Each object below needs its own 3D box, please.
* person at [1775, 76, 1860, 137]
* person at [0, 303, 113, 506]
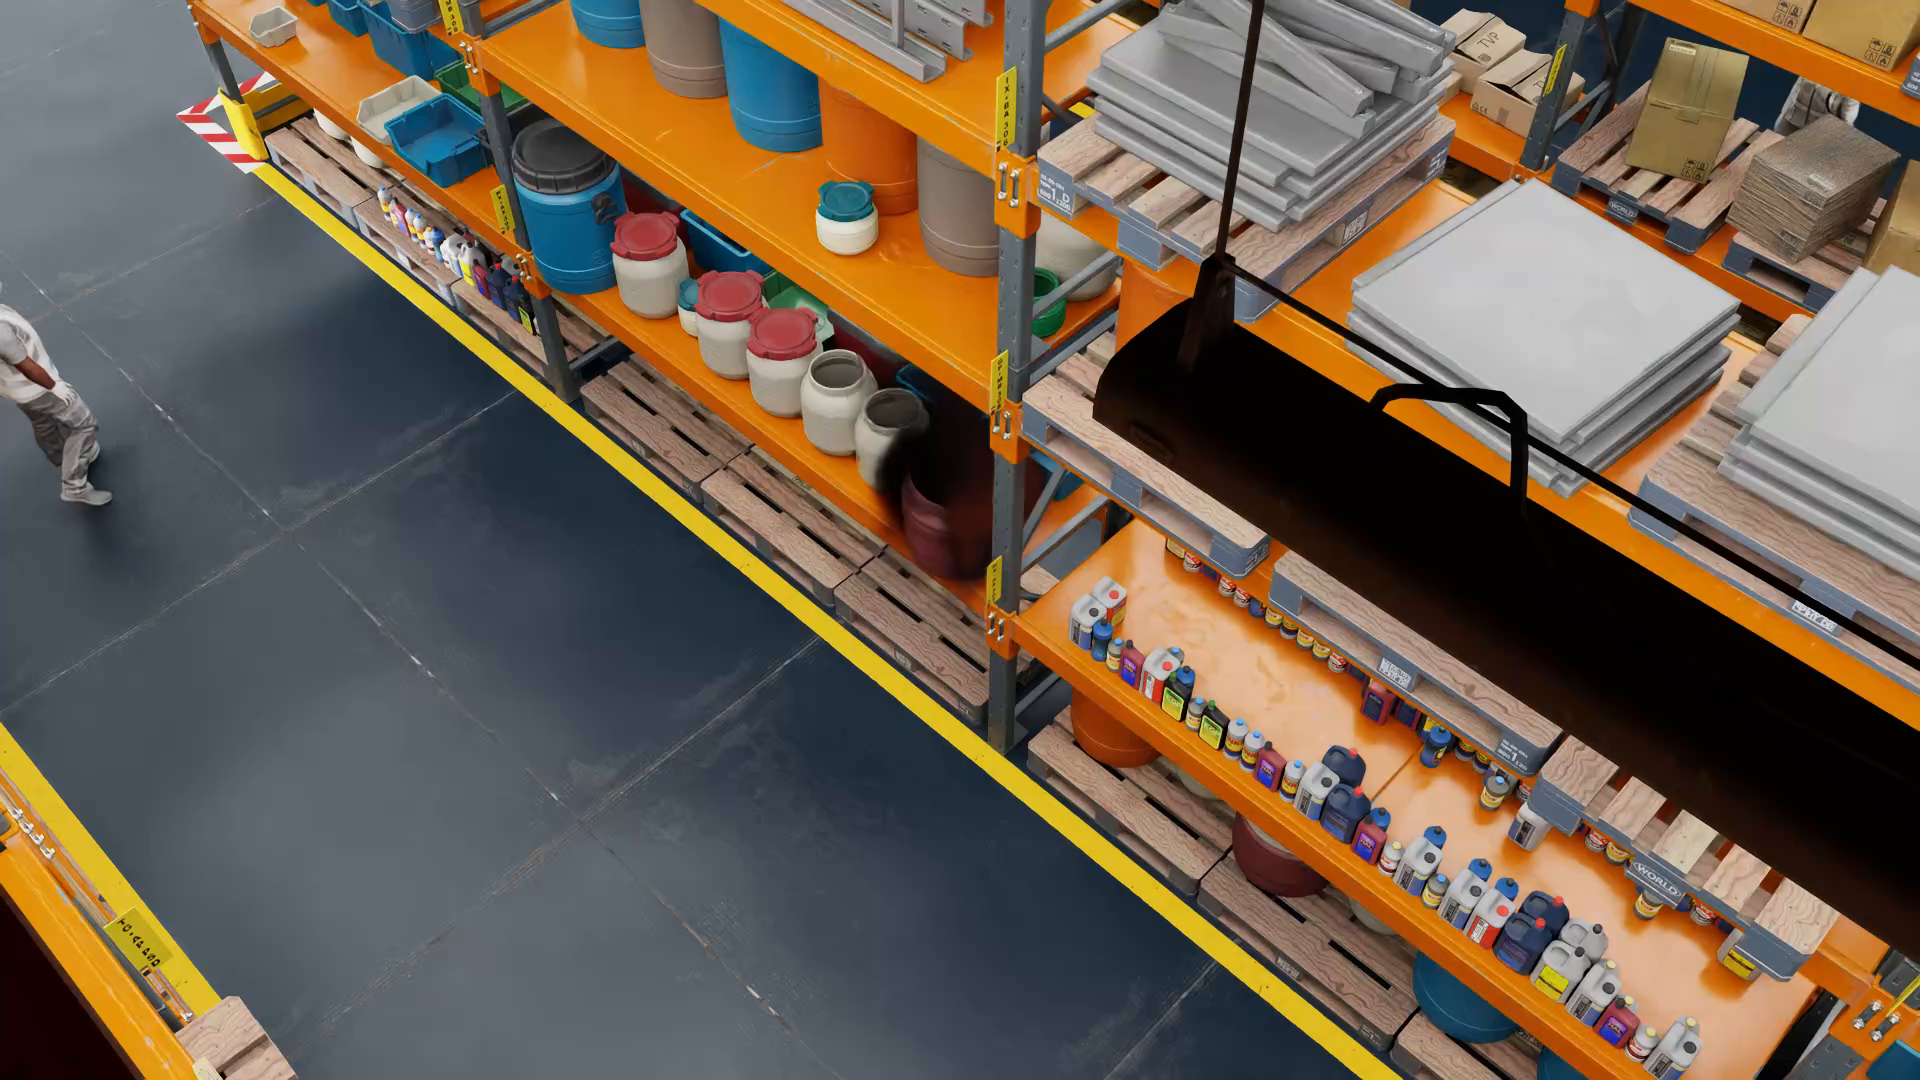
[{"bbox_3d":[6.007,-2.901,11.732,0.491,1.688,0.424,30,56,23],"label":"person"},{"bbox_3d":[-5.615,-0.950,10.012,0.569,1.802,0.483,27,55,21],"label":"person"}]
